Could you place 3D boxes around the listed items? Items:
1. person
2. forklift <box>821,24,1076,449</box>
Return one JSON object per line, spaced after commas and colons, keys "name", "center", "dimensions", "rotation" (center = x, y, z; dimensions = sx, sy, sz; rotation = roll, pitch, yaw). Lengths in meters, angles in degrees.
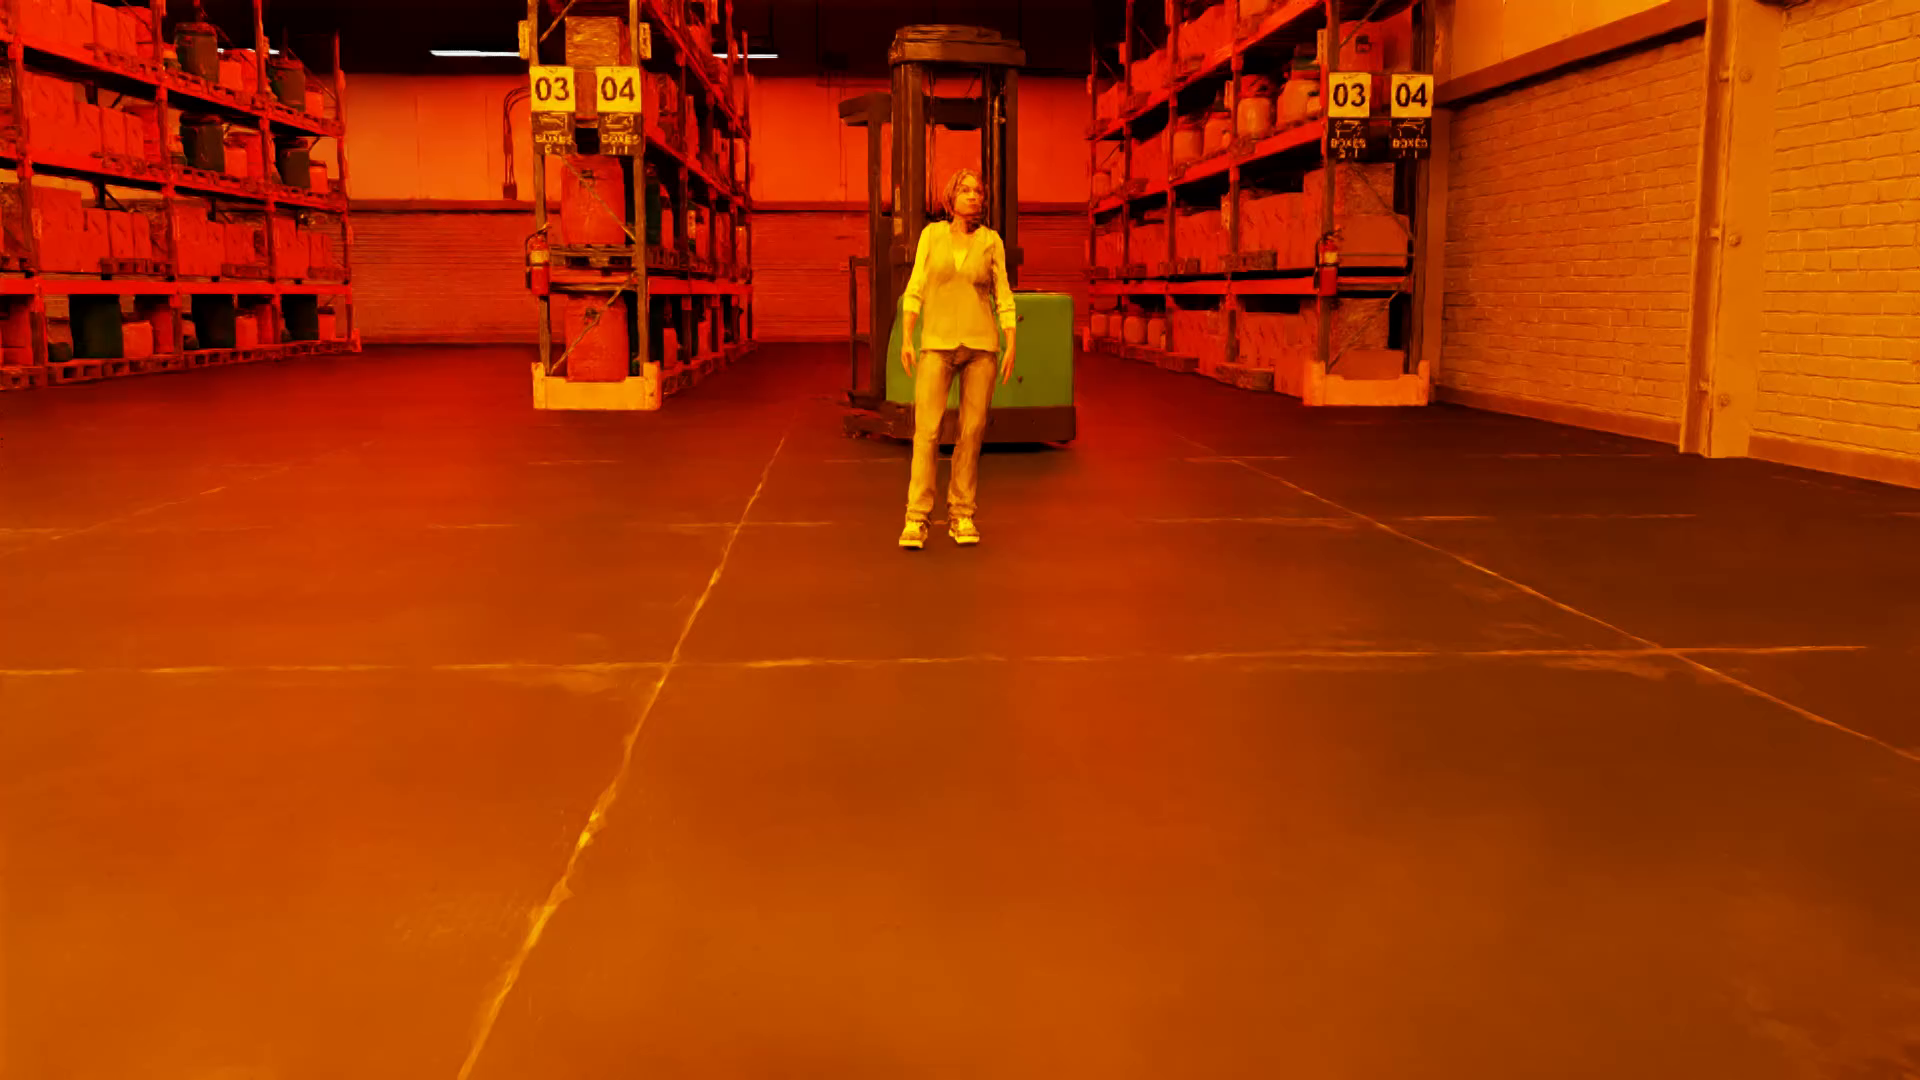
{"name": "person", "center": [-0.009, -0.786, 7.118], "dimensions": [0.521, 1.597, 0.474], "rotation": [-1, 8, -4]}
{"name": "forklift", "center": [-0.248, -2.248, 12.473], "dimensions": [1.130, 2.935, 3.031], "rotation": [-4, 9, -23]}
